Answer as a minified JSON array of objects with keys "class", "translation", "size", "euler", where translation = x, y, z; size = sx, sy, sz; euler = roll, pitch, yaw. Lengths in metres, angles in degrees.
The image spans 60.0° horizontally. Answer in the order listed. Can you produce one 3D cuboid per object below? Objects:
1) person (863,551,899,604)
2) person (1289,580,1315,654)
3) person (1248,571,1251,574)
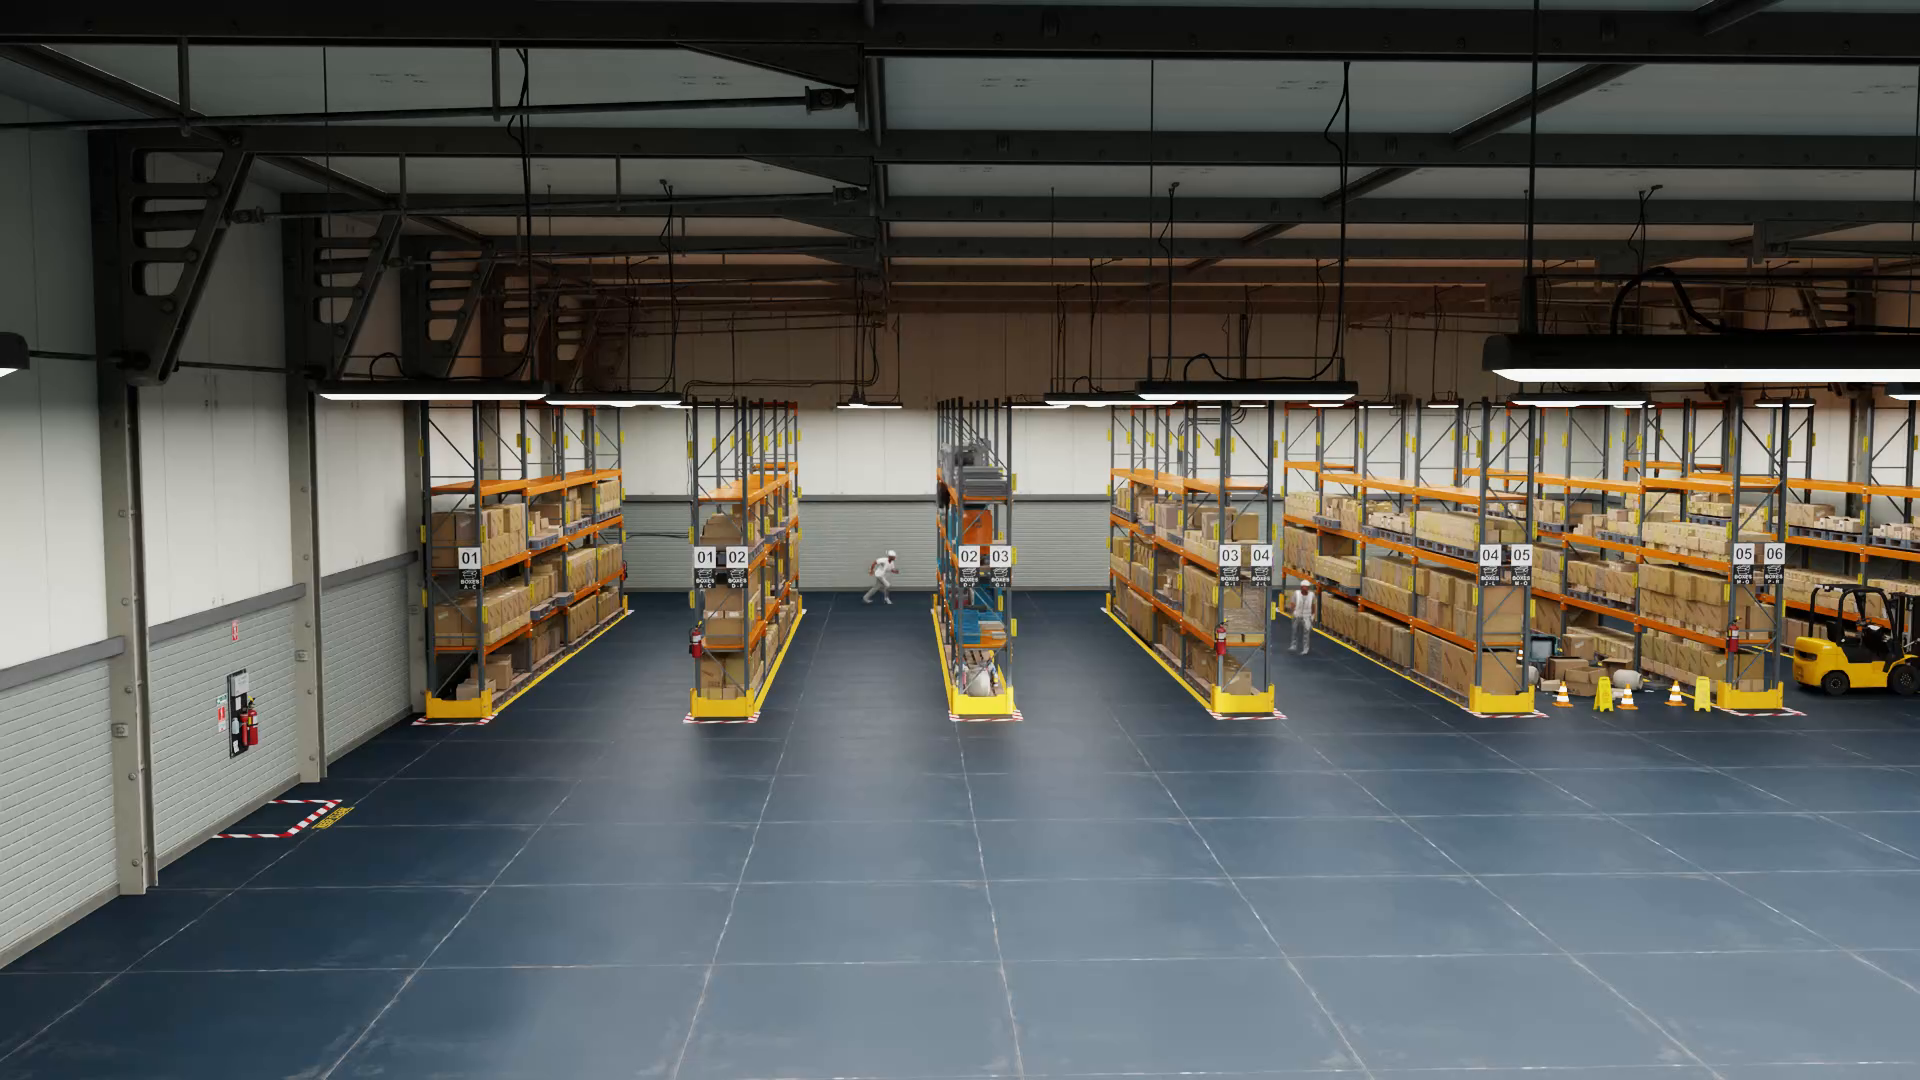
[{"class":"person","translation":[-2.343,1.099,49.315],"size":[1.109,1.580,0.725],"euler":[2,5,24]},{"class":"person","translation":[8.064,1.793,39.210],"size":[0.610,1.719,0.876],"euler":[1,4,11]},{"class":"person","translation":[8.747,1.099,48.835],"size":[0.719,1.805,0.687],"euler":[3,5,32]}]
